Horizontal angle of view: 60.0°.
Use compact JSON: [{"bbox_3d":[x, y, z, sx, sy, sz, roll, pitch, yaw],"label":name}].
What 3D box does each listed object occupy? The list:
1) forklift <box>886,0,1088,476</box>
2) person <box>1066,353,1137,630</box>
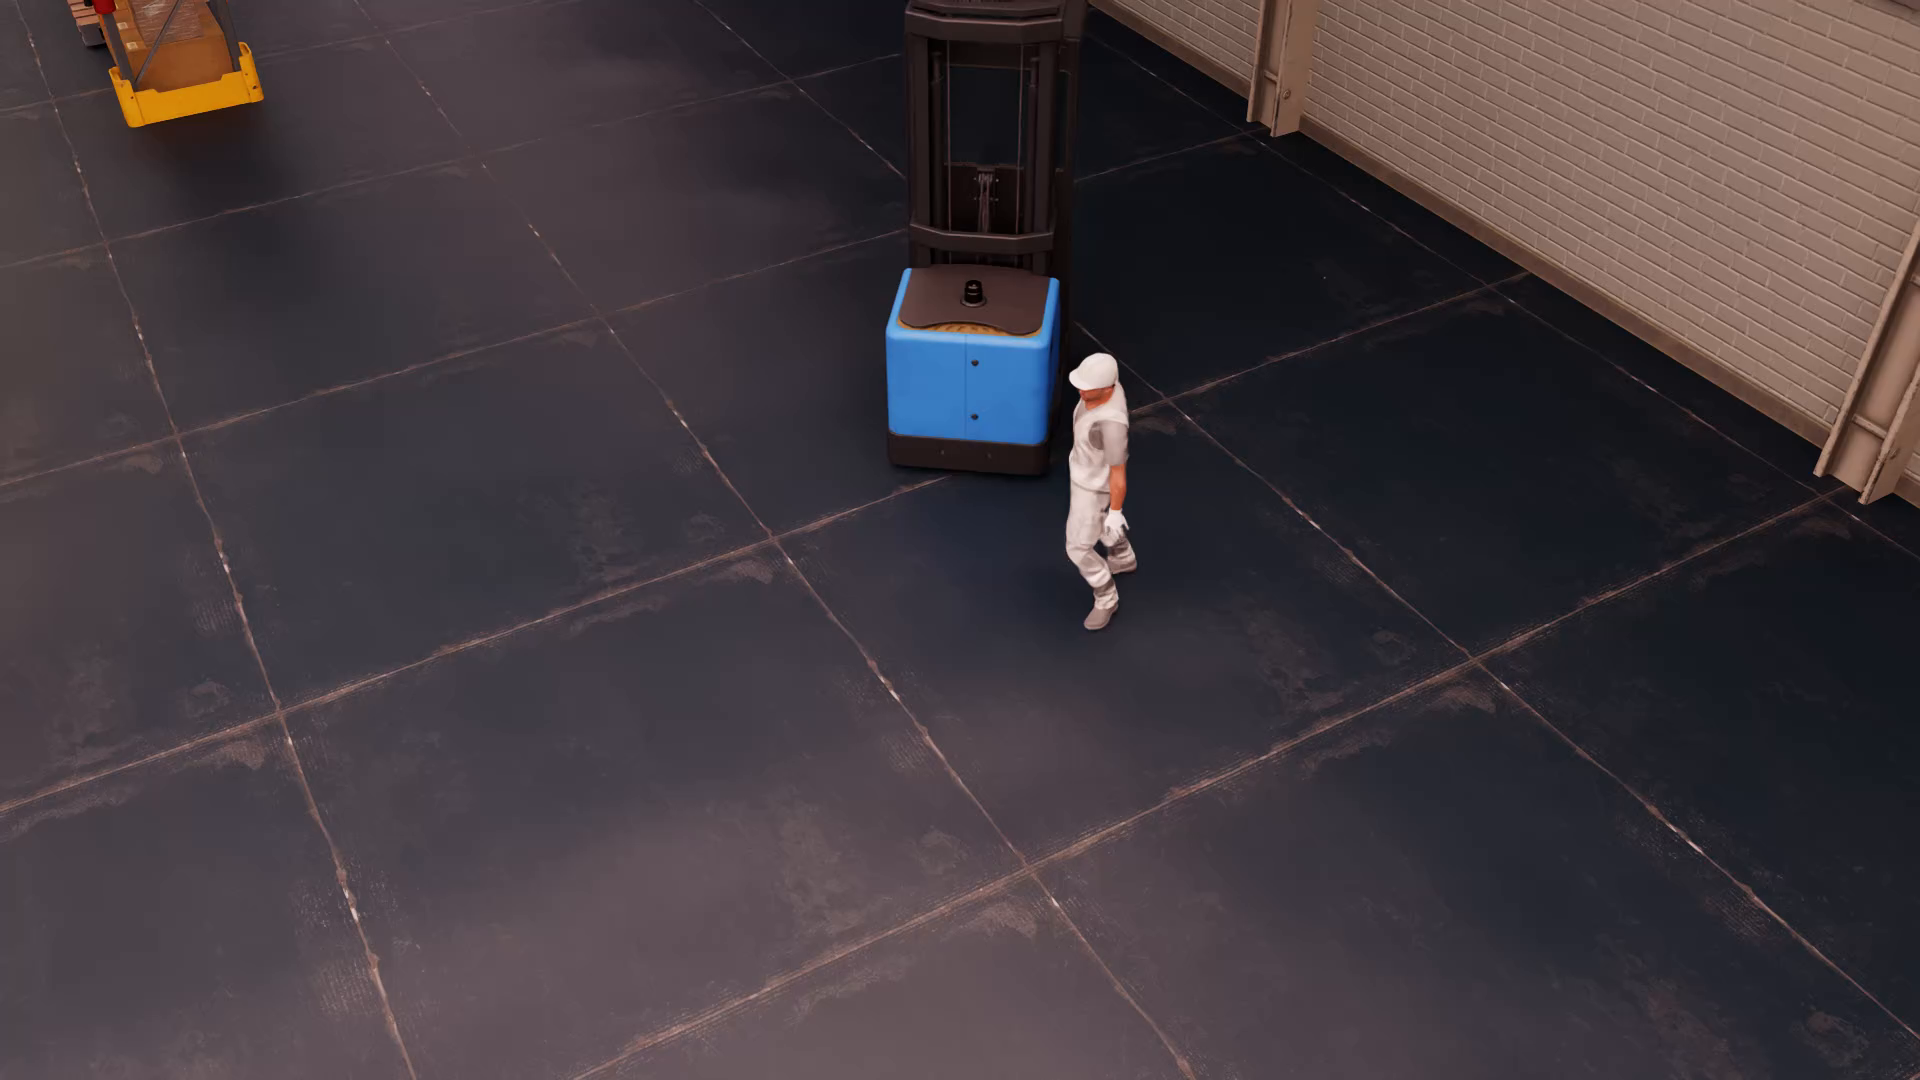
[{"bbox_3d":[0.228,-2.480,11.027,1.130,2.935,3.031,5,40,6],"label":"forklift"},{"bbox_3d":[0.820,-0.389,9.491,0.477,1.750,0.893,0,40,0],"label":"person"}]
